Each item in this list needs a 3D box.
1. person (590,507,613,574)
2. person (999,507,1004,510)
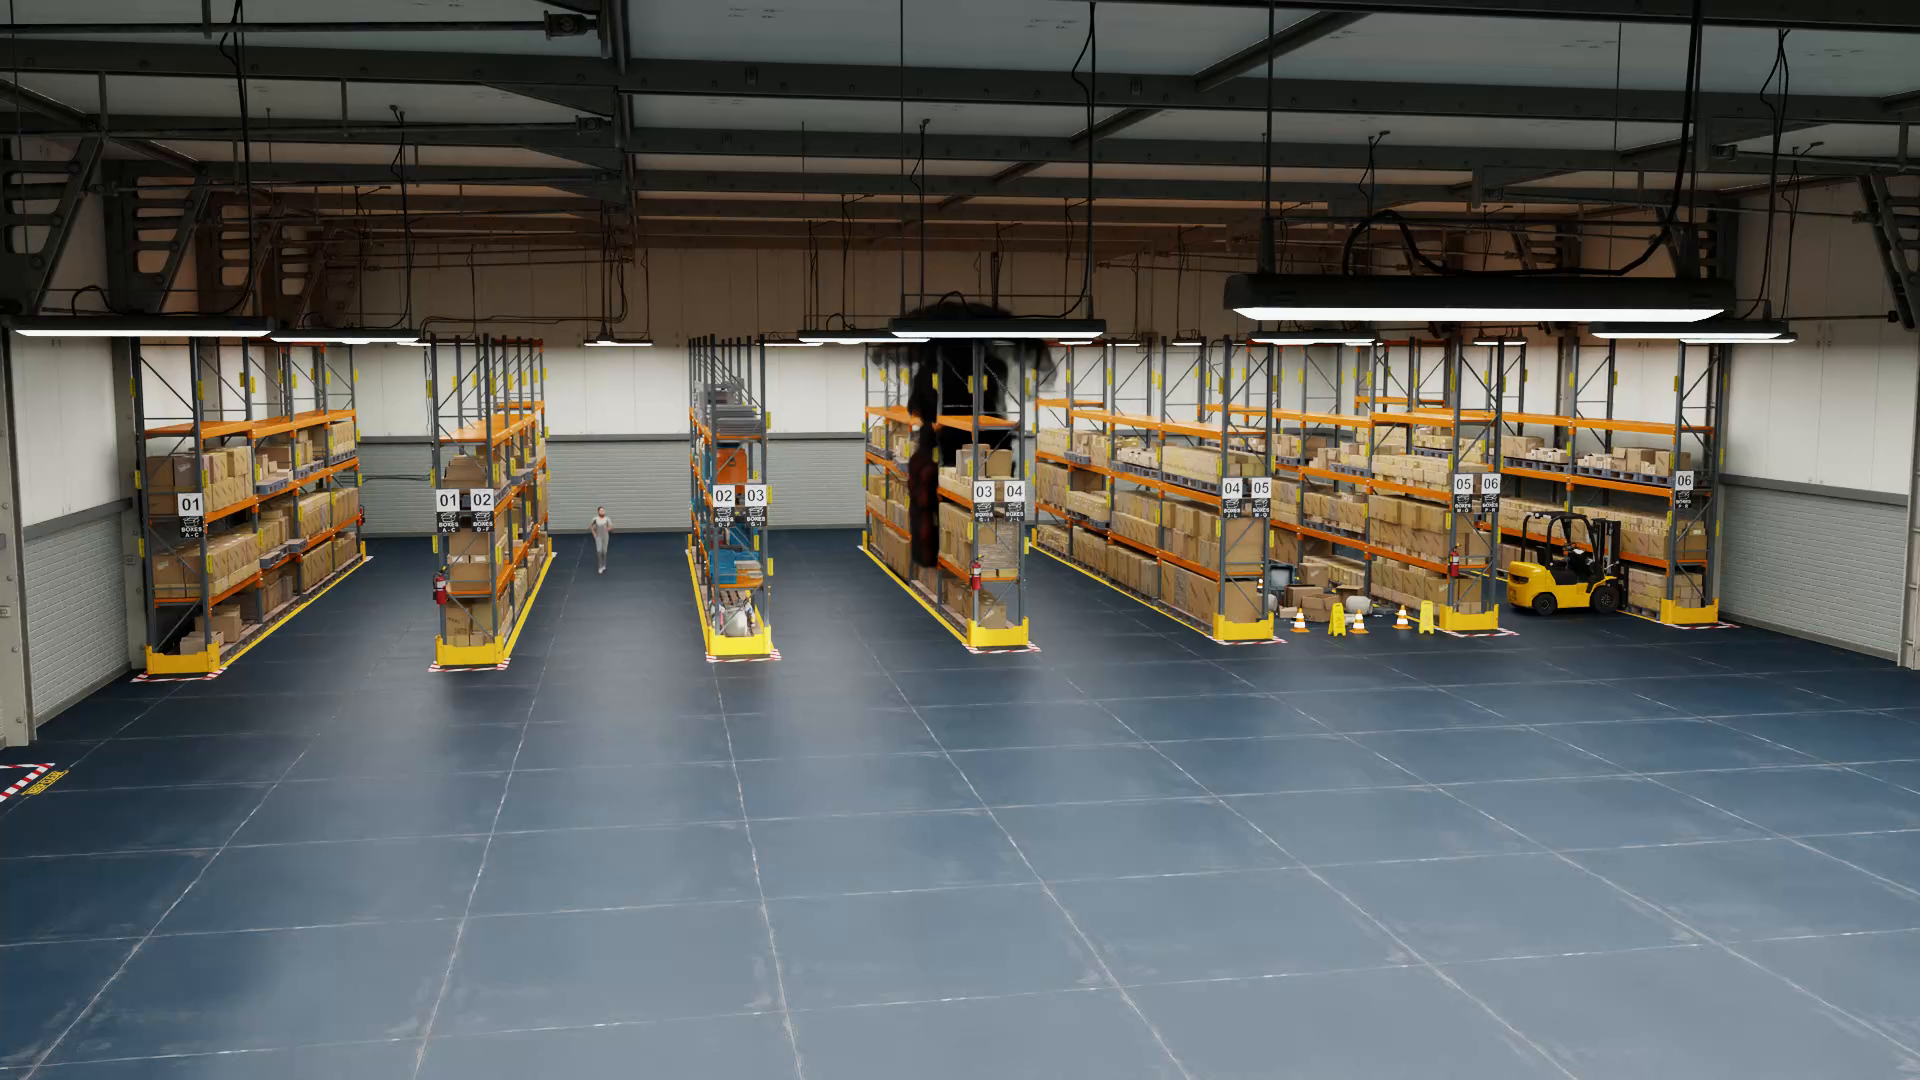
[{"bbox_3d":[-9.229,-0.006,42.859,0.554,1.725,0.689,-2,7,-18],"label":"person"},{"bbox_3d":[0.899,-0.621,48.478,0.767,1.603,0.610,2,7,14],"label":"person"}]
